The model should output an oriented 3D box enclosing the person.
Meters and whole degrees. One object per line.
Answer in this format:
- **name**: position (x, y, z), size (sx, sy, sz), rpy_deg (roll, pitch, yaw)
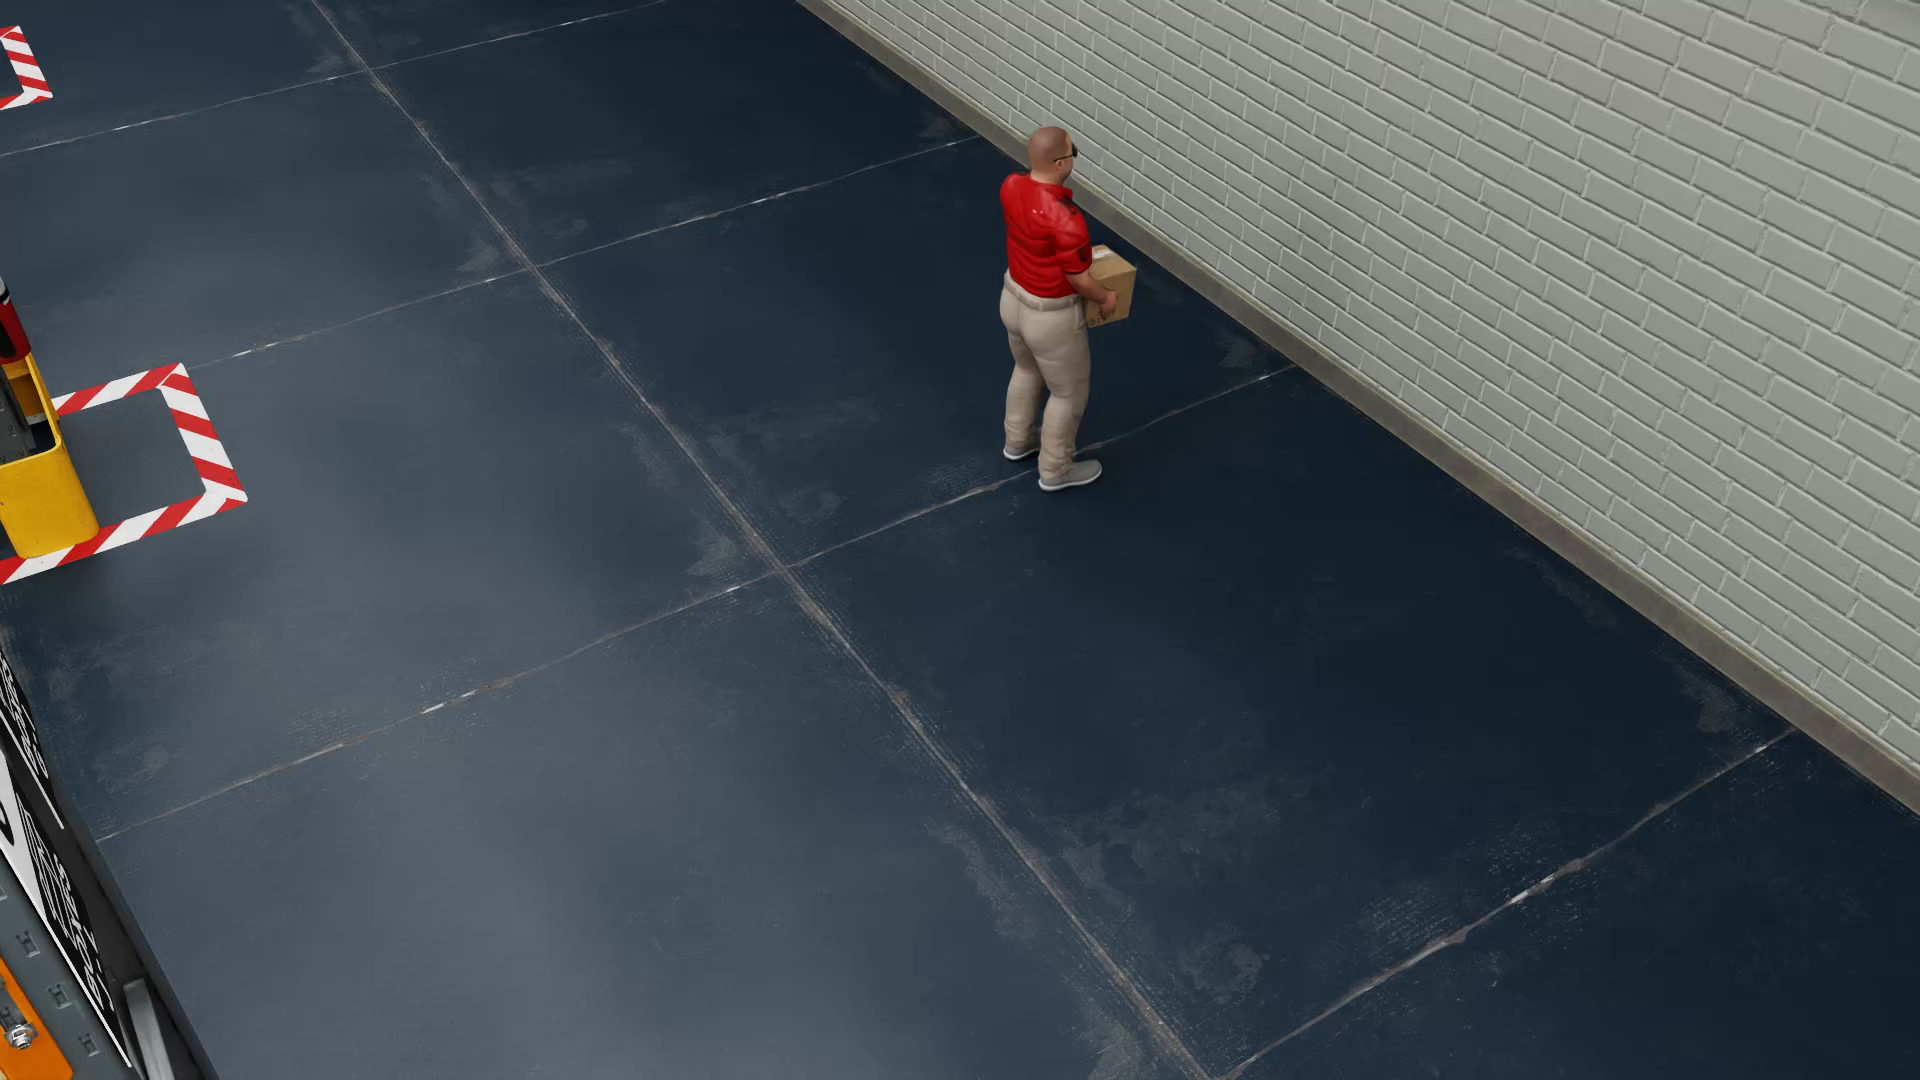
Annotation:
- **person**: position (0.435, -1.043, 7.384), size (0.483, 1.733, 0.530), rpy_deg (-23, 46, -25)
